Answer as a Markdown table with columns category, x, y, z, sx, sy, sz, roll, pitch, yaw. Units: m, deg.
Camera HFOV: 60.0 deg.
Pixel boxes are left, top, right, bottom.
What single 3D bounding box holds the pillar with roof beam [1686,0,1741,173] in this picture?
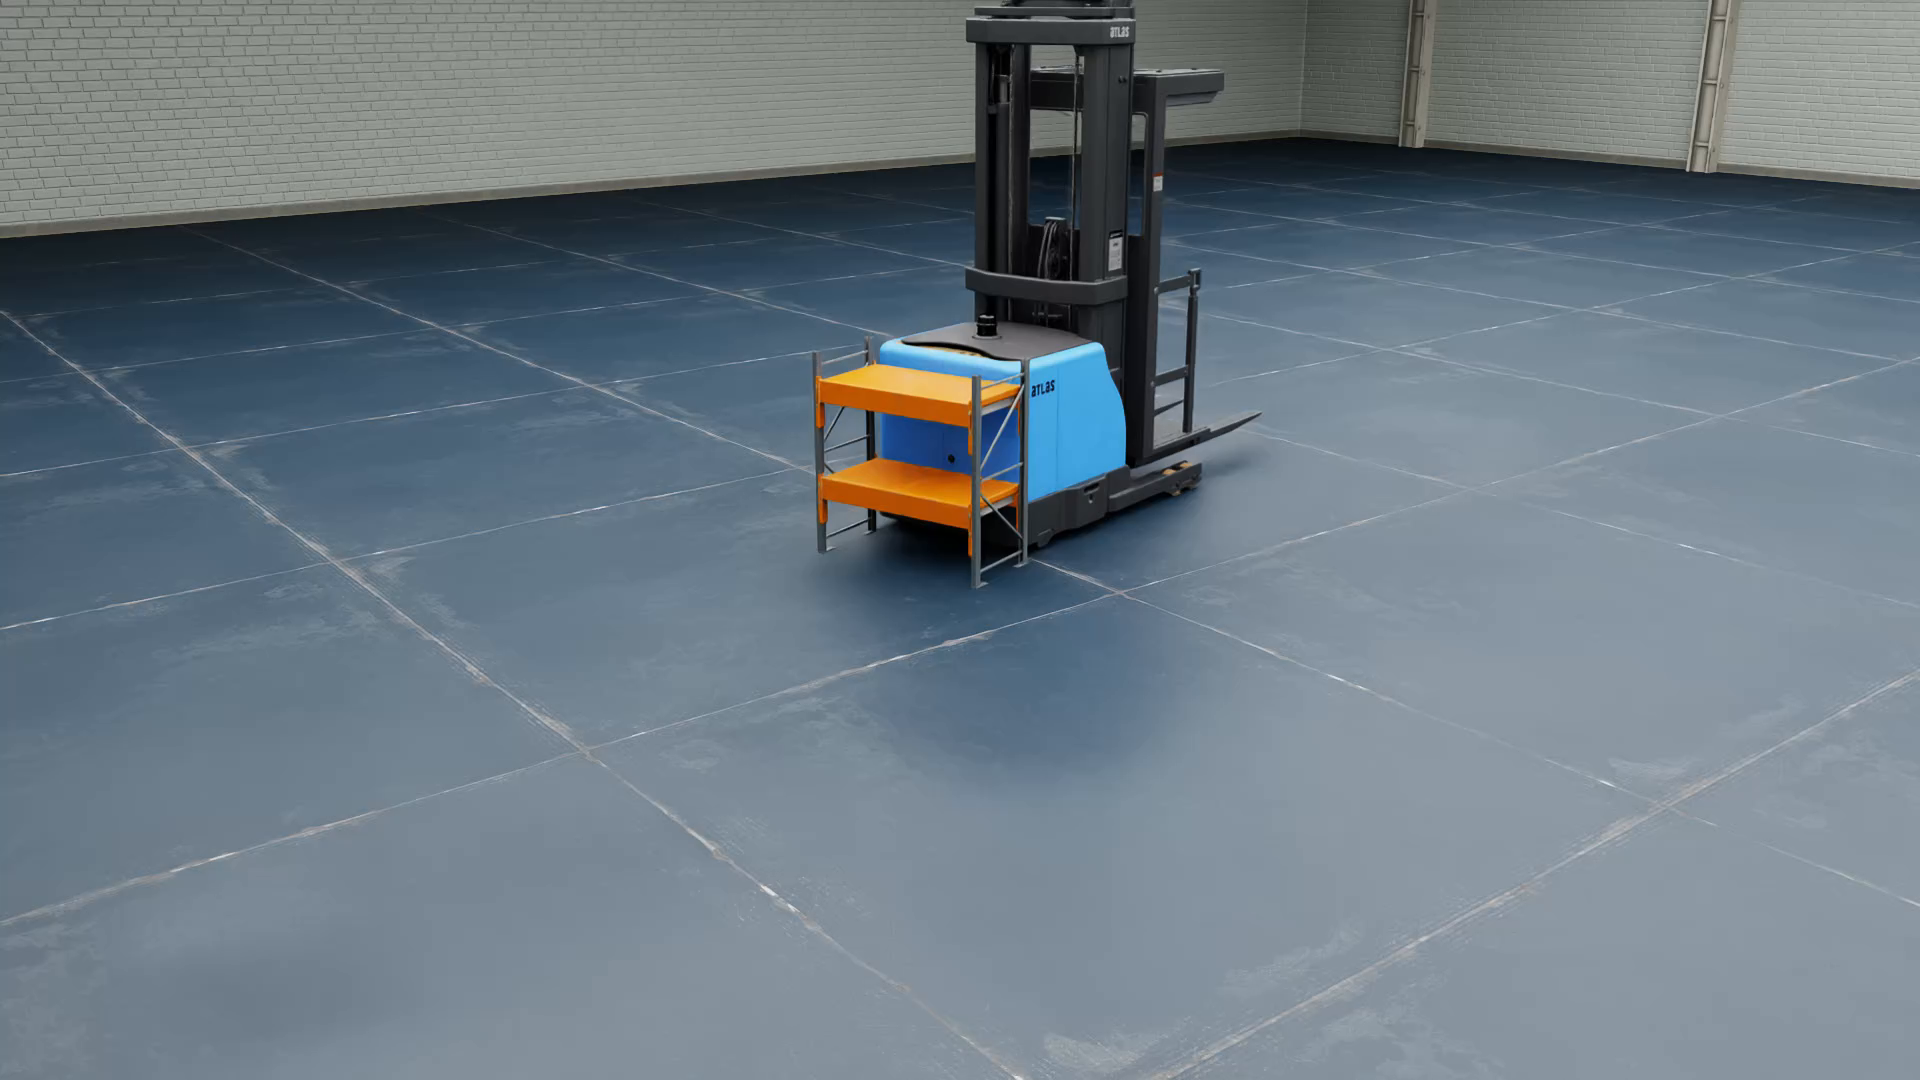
| category | x | y | z | sx | sy | sz | roll | pitch | yaw |
| --- | --- | --- | --- | --- | --- | --- | --- | --- | --- |
| pillar with roof beam | 9.247 | -9.707 | 24.361 | 9.100 | 9.000 | 0.400 | -14 | 23 | -36 |

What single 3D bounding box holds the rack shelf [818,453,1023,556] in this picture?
| category | x | y | z | sx | sy | sz | roll | pitch | yaw |
| --- | --- | --- | --- | --- | --- | --- | --- | --- | --- |
| rack shelf | -0.210 | -0.203 | 8.963 | 1.000 | 0.278 | 0.538 | 12 | 22 | 32 |

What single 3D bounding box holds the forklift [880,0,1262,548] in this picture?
| category | x | y | z | sx | sy | sz | roll | pitch | yaw |
| --- | --- | --- | --- | --- | --- | --- | --- | --- | --- |
| forklift | 0.847 | -1.744 | 9.967 | 1.130 | 2.935 | 3.031 | 14 | 23 | 36 |

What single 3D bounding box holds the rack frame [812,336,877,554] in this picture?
| category | x | y | z | sx | sy | sz | roll | pitch | yaw |
| --- | --- | --- | --- | --- | --- | --- | --- | --- | --- |
| rack frame | -0.630 | -0.525 | 9.157 | 0.032 | 1.125 | 0.500 | 12 | 22 | 32 |

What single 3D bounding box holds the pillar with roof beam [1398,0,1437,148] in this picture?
| category | x | y | z | sx | sy | sz | roll | pitch | yaw |
| --- | --- | --- | --- | --- | --- | --- | --- | --- | --- |
| pillar with roof beam | 5.521 | -11.185 | 28.826 | 9.100 | 9.000 | 0.400 | -14 | 23 | -36 |

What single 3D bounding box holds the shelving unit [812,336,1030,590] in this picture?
| category | x | y | z | sx | sy | sz | roll | pitch | yaw |
| --- | --- | --- | --- | --- | --- | --- | --- | --- | --- |
| shelving unit | -0.210 | -0.435 | 8.886 | 1.048 | 1.125 | 0.538 | 12 | 22 | 32 |

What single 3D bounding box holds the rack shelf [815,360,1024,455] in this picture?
| category | x | y | z | sx | sy | sz | roll | pitch | yaw |
| --- | --- | --- | --- | --- | --- | --- | --- | --- | --- |
| rack shelf | -0.210 | -0.712 | 8.794 | 1.000 | 0.278 | 0.538 | 12 | 22 | 32 |

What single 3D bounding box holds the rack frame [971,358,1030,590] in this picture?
| category | x | y | z | sx | sy | sz | roll | pitch | yaw |
| --- | --- | --- | --- | --- | --- | --- | --- | --- | --- |
| rack frame | 0.210 | -0.345 | 8.614 | 0.032 | 1.125 | 0.500 | 12 | 22 | 32 |
